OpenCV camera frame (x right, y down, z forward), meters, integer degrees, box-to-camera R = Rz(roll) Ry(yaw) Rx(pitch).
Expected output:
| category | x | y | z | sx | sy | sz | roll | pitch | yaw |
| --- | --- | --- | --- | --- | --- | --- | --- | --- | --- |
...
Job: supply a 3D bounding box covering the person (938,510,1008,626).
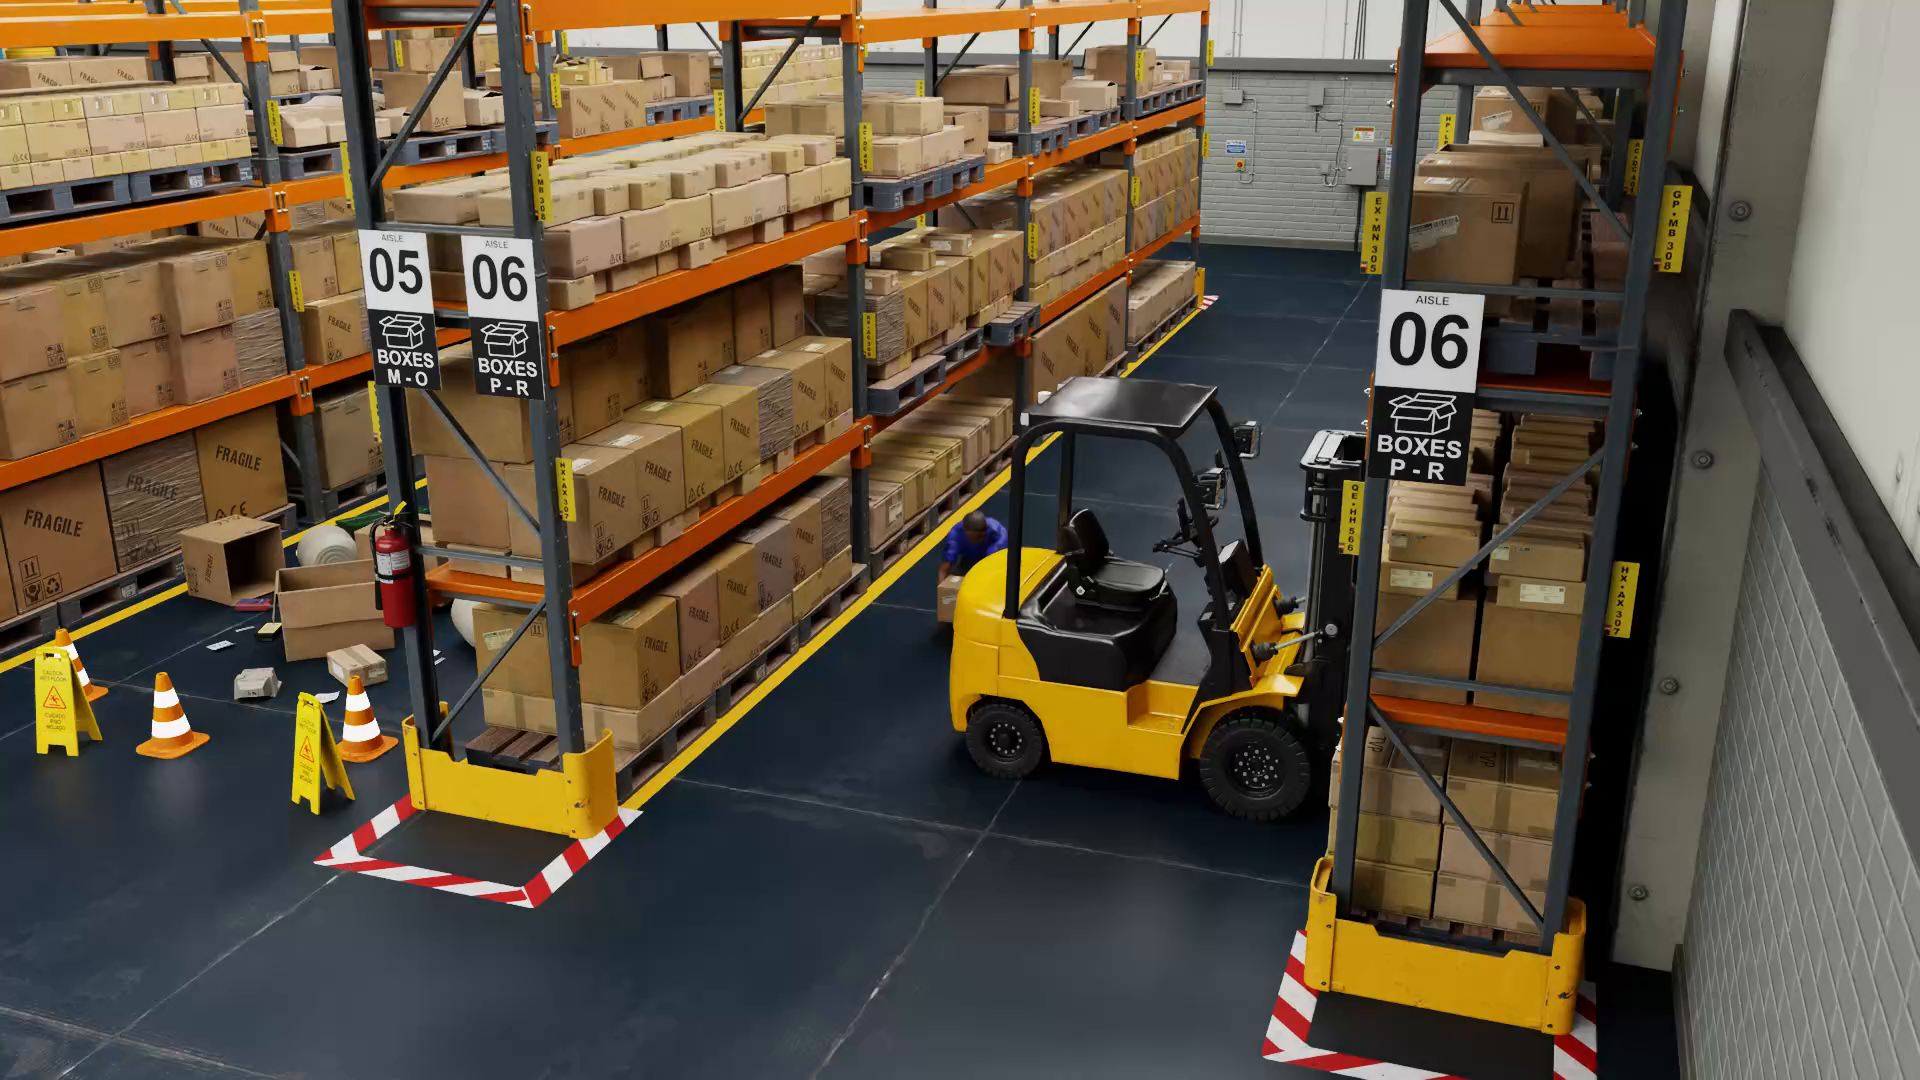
| category | x | y | z | sx | sy | sz | roll | pitch | yaw |
| --- | --- | --- | --- | --- | --- | --- | --- | --- | --- |
| person | 0.117 | 0.184 | 11.677 | 0.470 | 0.937 | 0.843 | 6 | 20 | 17 |
